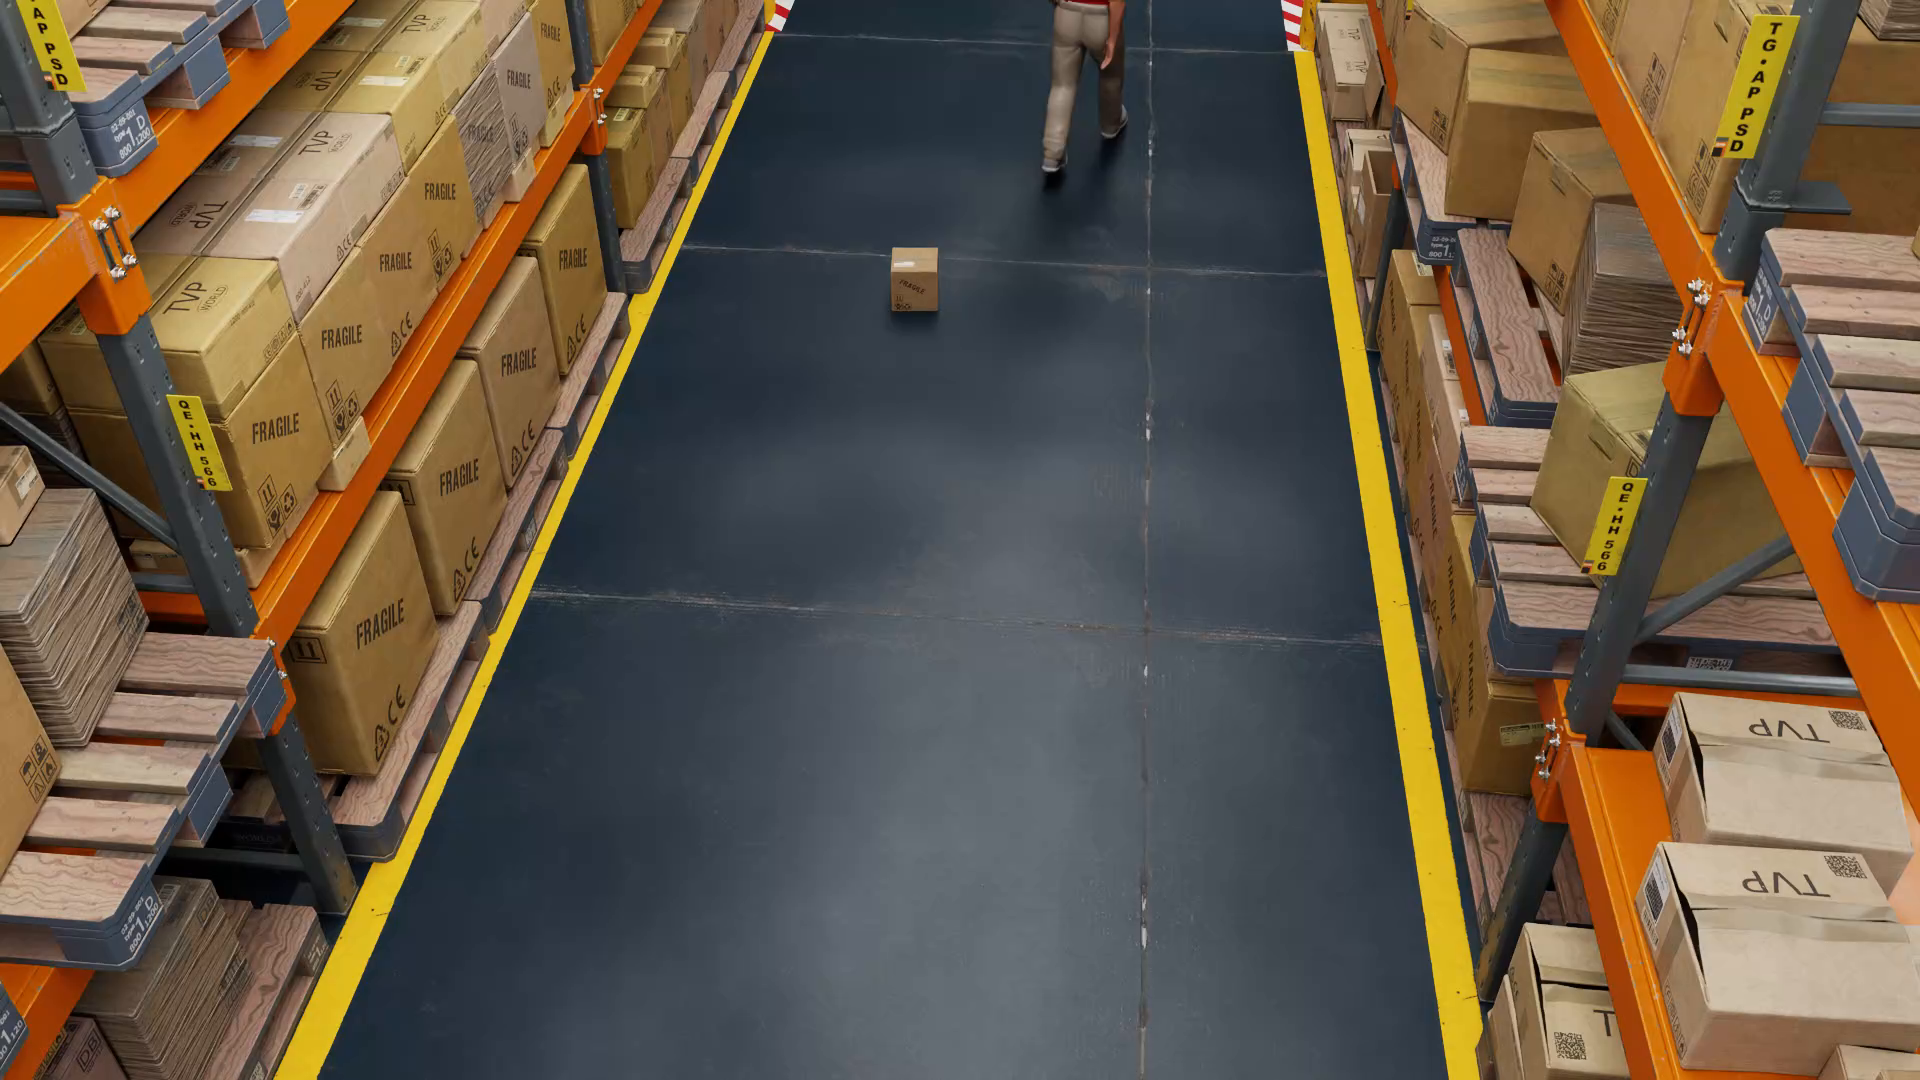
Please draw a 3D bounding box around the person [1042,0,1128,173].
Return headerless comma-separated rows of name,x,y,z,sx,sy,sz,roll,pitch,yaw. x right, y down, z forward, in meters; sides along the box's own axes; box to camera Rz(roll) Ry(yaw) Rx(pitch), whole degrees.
person,0.754,-3.087,9.872,0.537,1.670,1.034,12,41,14
